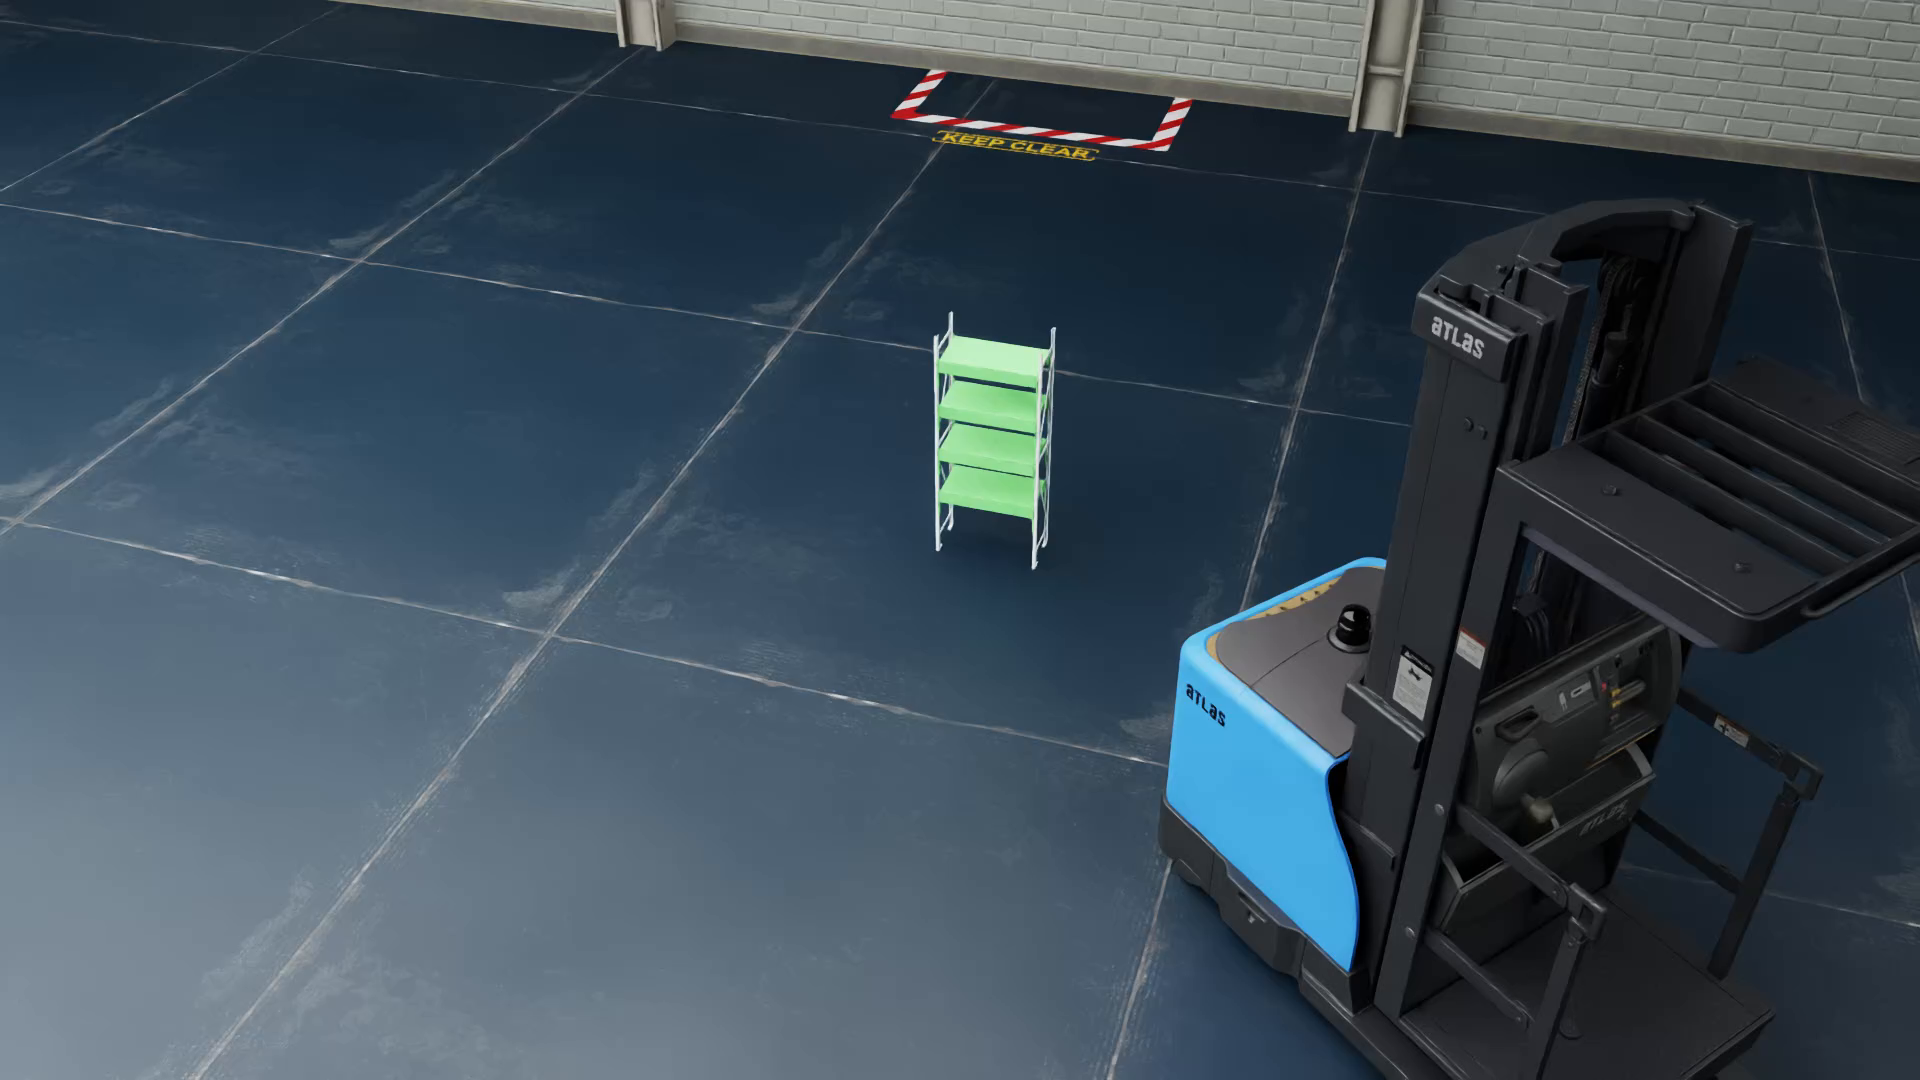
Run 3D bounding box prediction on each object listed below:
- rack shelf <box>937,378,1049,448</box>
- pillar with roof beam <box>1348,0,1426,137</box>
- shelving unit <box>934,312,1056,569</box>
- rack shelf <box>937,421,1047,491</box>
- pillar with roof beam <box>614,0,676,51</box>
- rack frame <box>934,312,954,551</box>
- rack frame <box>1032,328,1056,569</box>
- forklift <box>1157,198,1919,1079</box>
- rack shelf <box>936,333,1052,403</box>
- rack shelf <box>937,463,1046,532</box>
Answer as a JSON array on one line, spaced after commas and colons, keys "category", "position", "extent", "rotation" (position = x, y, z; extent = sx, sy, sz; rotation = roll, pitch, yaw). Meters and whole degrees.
[{"category": "rack shelf", "position": [0.158, -0.596, 7.750], "extent": [0.480, 0.148, 0.258], "rotation": [10, 38, 14]}, {"category": "pillar with roof beam", "position": [1.842, -4.286, 6.482], "extent": [0.400, 9.000, 9.100], "rotation": [10, 38, 14]}, {"category": "shelving unit", "position": [0.158, -0.454, 7.855], "extent": [0.503, 1.200, 0.258], "rotation": [10, 38, 14]}, {"category": "rack shelf", "position": [0.158, -0.402, 7.892], "extent": [0.480, 0.148, 0.258], "rotation": [10, 38, 14]}, {"category": "pillar with roof beam", "position": [-3.885, -5.346, 7.923], "extent": [0.400, 9.000, 9.100], "rotation": [10, 38, 14]}, {"category": "rack frame", "position": [-0.075, -0.497, 7.913], "extent": [0.015, 1.200, 0.240], "rotation": [10, 38, 14]}, {"category": "rack frame", "position": [0.391, -0.411, 7.796], "extent": [0.015, 1.200, 0.240], "rotation": [10, 38, 14]}, {"category": "forklift", "position": [2.009, 0.612, 4.946], "extent": [1.130, 2.935, 3.031], "rotation": [-22, 41, -26]}, {"category": "rack shelf", "position": [0.158, -0.789, 7.608], "extent": [0.480, 0.148, 0.258], "rotation": [10, 38, 14]}, {"category": "rack shelf", "position": [0.158, -0.209, 8.035], "extent": [0.480, 0.148, 0.258], "rotation": [10, 38, 14]}]
